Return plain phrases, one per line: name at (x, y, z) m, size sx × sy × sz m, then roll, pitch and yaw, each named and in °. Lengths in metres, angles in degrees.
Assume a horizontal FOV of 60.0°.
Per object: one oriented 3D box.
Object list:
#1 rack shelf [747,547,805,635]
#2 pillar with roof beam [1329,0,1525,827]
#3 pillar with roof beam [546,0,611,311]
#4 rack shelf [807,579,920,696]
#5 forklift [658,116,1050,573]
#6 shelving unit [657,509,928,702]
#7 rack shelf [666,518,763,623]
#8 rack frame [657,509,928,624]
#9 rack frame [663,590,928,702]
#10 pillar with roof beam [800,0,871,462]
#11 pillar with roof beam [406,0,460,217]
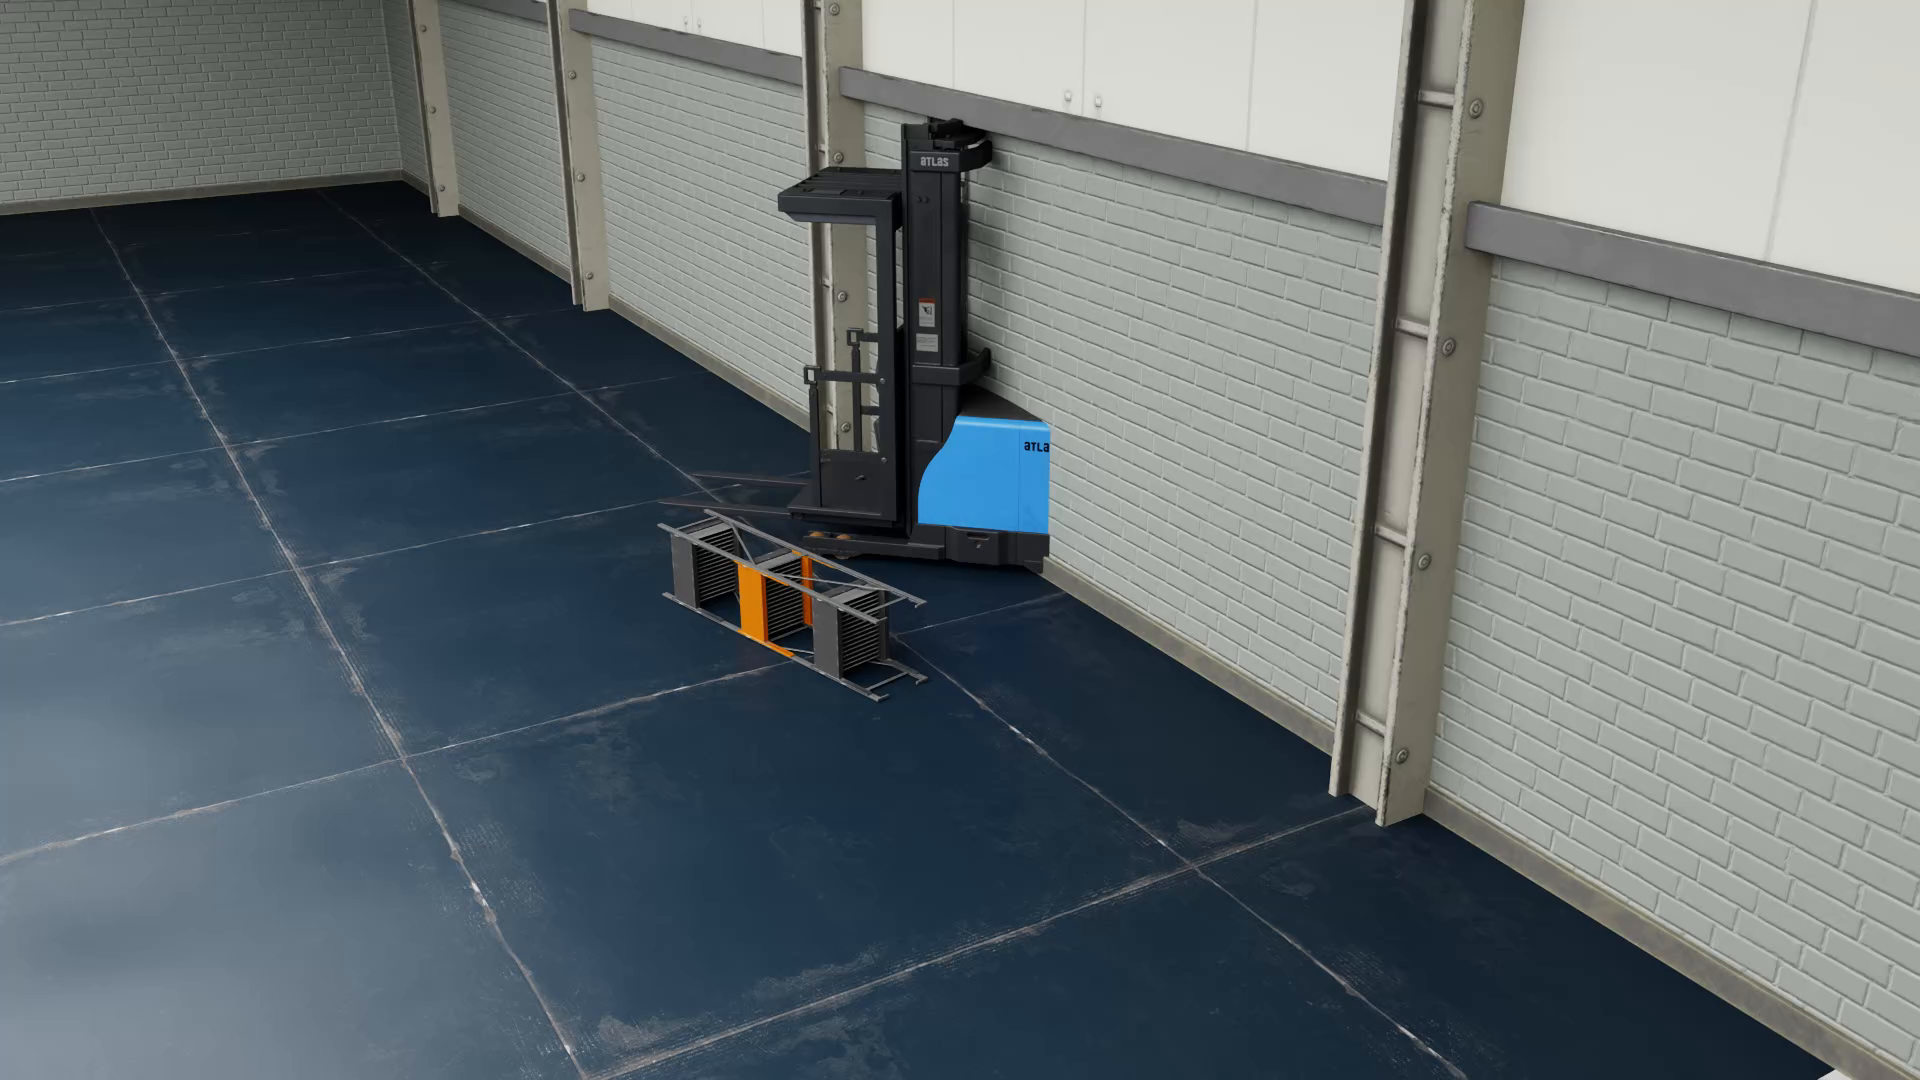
rack shelf at (-1.154, 0.327, 10.321) m, size 0.368 × 0.457 × 0.174 m, roll -20°, pitch 30°, yaw -41°
pillar with roof beam at (-1.565, -2.002, 4.787) m, size 9.100 × 9.000 × 0.400 m, roll -13°, pitch 25°, yaw -28°
pillar with roof beam at (-7.694, -5.887, 14.344) m, size 9.100 × 9.000 × 0.400 m, roll -13°, pitch 25°, yaw -28°
rack shelf at (-0.565, 0.551, 9.770) m, size 0.431 × 0.480 × 0.518 m, roll -20°, pitch 30°, yaw -41°
forklift at (-0.607, -1.412, 11.392) m, size 3.031 × 2.935 × 1.130 m, roll 5°, pitch 23°, yaw 12°
shelving unit at (-1.067, 0.360, 10.240) m, size 0.431 × 0.503 × 2.100 m, roll -20°, pitch 30°, yaw -41°
rack shelf at (-1.550, 0.176, 10.692) m, size 0.431 × 0.480 × 0.518 m, roll -20°, pitch 30°, yaw -41°
rack frame at (-1.067, 0.134, 10.148) m, size 0.400 × 0.015 × 2.100 m, roll -20°, pitch 30°, yaw -41°
rack frame at (-1.067, 0.586, 10.332) m, size 0.400 × 0.015 × 2.100 m, roll -20°, pitch 30°, yaw -41°
pillar with roof beam at (-4.629, -3.945, 9.566) m, size 9.100 × 9.000 × 0.400 m, roll -13°, pitch 25°, yaw -28°
pillar with roof beam at (-10.759, -7.829, 19.123) m, size 9.100 × 9.000 × 0.400 m, roll -13°, pitch 25°, yaw -28°
